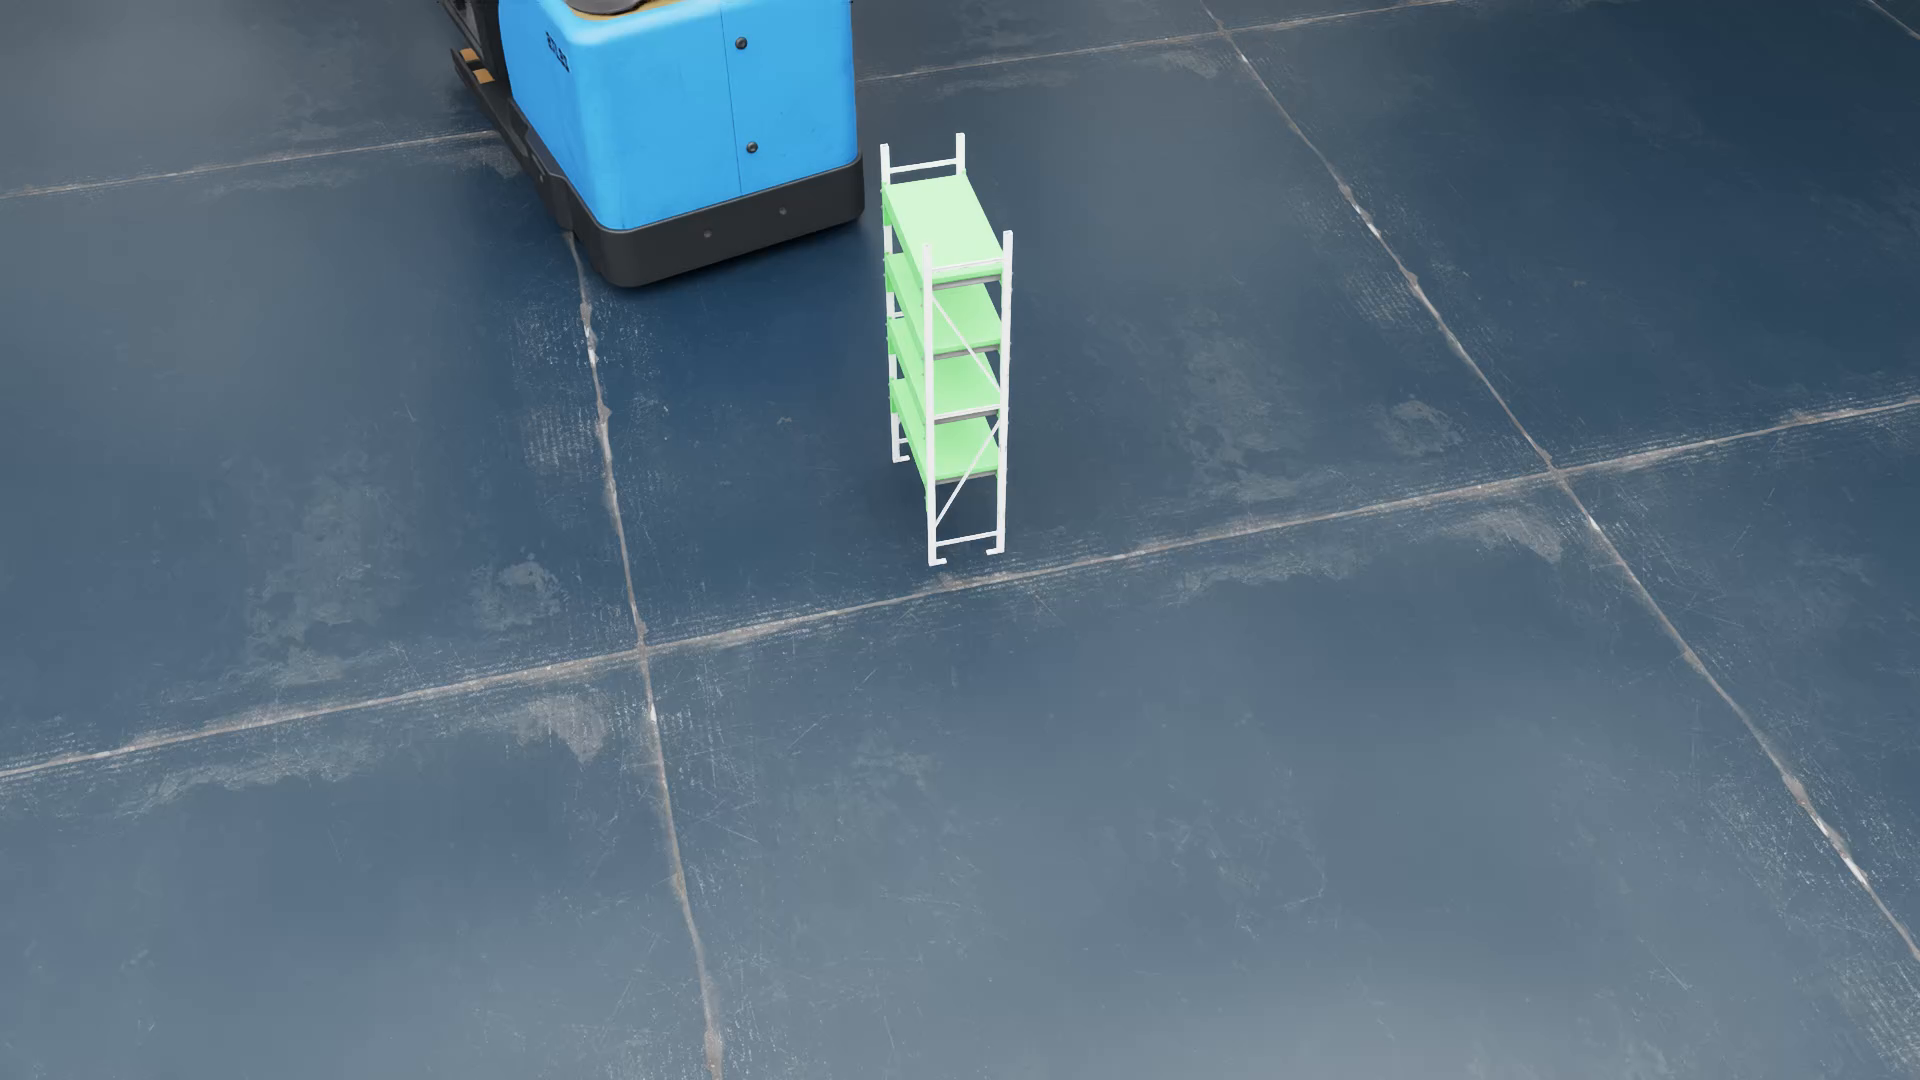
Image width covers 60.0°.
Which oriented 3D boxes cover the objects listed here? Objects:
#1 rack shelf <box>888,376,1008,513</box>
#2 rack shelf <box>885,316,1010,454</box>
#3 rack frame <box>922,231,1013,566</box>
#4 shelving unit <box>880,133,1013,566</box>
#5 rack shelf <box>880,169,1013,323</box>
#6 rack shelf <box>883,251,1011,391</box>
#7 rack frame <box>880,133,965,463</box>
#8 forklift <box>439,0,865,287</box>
[{"bbox_3d":[-0.042,-0.322,5.151,0.258,0.148,0.480,-11,47,-10],"label":"rack shelf"},{"bbox_3d":[-0.042,-0.490,4.979,0.258,0.148,0.480,-11,47,-10],"label":"rack shelf"},{"bbox_3d":[0.020,-0.366,4.768,0.240,1.200,0.015,-11,47,-10],"label":"rack frame"},{"bbox_3d":[-0.042,-0.534,4.933,0.258,1.200,0.503,-11,47,-10],"label":"shelving unit"},{"bbox_3d":[-0.042,-0.825,4.636,0.258,0.148,0.480,-11,47,-10],"label":"rack shelf"},{"bbox_3d":[-0.042,-0.658,4.808,0.258,0.148,0.480,-11,47,-10],"label":"rack shelf"},{"bbox_3d":[-0.105,-0.703,5.099,0.240,1.200,0.015,-11,47,-10],"label":"rack frame"},{"bbox_3d":[-1.518,-2.995,6.133,1.130,2.935,3.031,-21,49,-20],"label":"forklift"}]
